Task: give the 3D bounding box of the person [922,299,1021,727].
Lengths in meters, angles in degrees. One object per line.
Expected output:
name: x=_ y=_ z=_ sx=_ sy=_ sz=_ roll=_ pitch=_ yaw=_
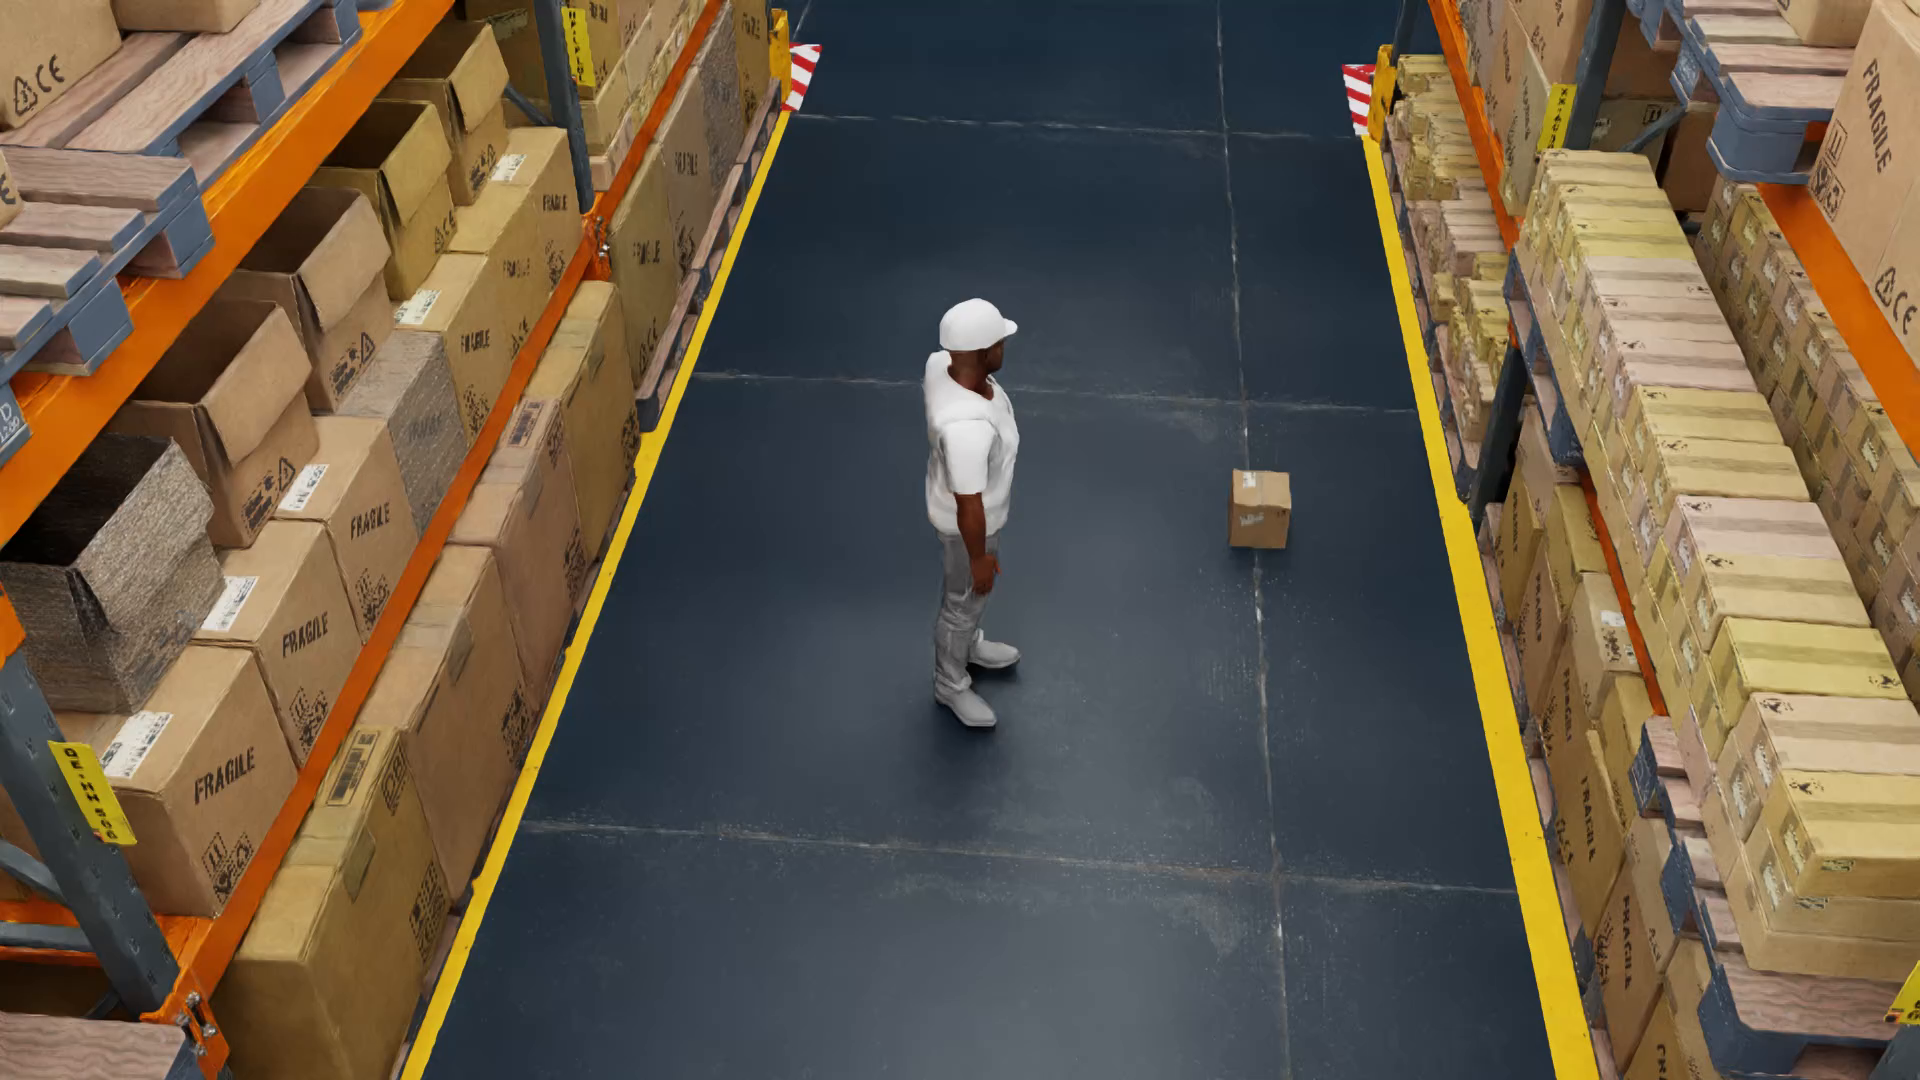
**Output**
person: x=0.059 y=-0.118 z=6.238 sx=0.386 sy=1.768 sz=0.646 roll=-1 pitch=40 yaw=-1
